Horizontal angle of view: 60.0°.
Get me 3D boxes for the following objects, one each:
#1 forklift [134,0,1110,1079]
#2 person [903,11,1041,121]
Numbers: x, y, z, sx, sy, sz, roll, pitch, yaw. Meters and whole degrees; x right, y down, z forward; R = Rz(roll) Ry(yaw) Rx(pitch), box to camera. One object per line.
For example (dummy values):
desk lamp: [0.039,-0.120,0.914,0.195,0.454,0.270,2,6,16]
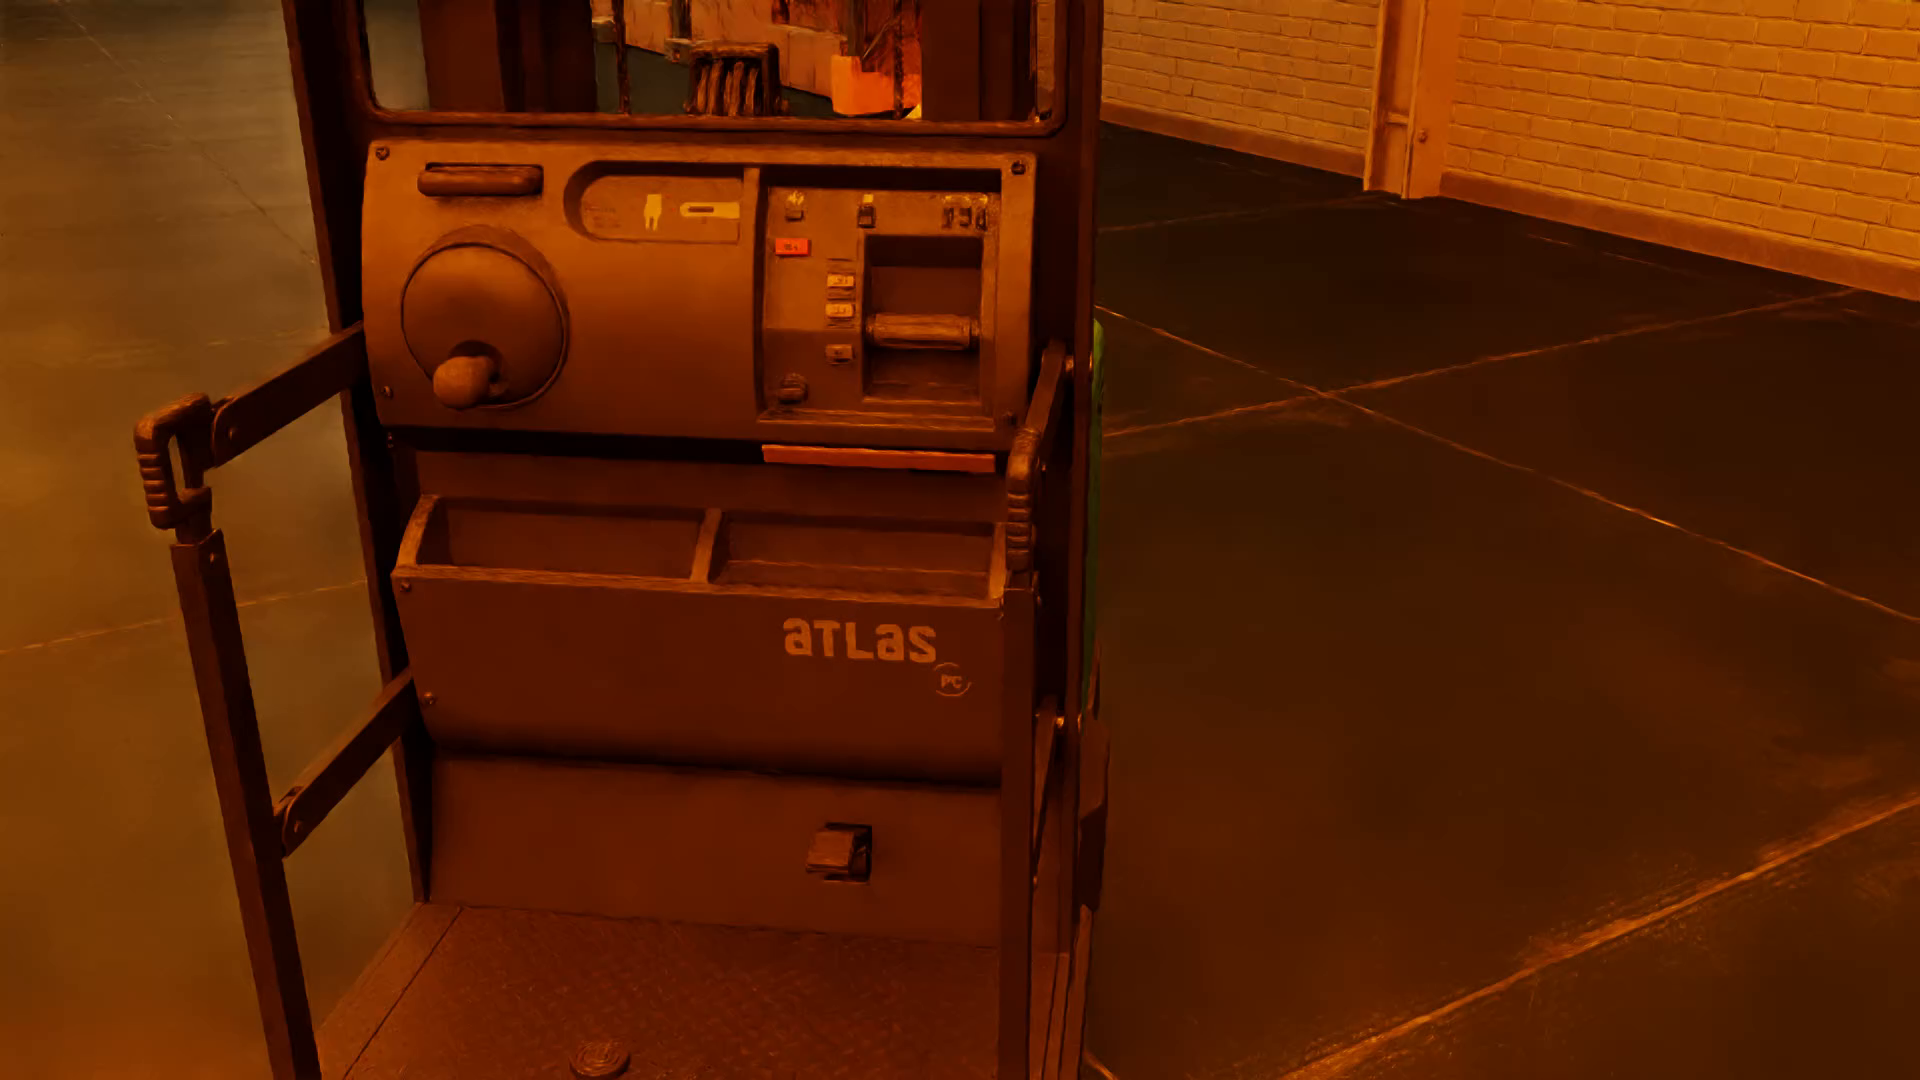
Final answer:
forklift: [-0.388,-0.325,2.066,1.130,2.935,3.031,3,22,7]
person: [-0.031,-0.697,4.713,0.648,1.612,0.480,5,23,13]
